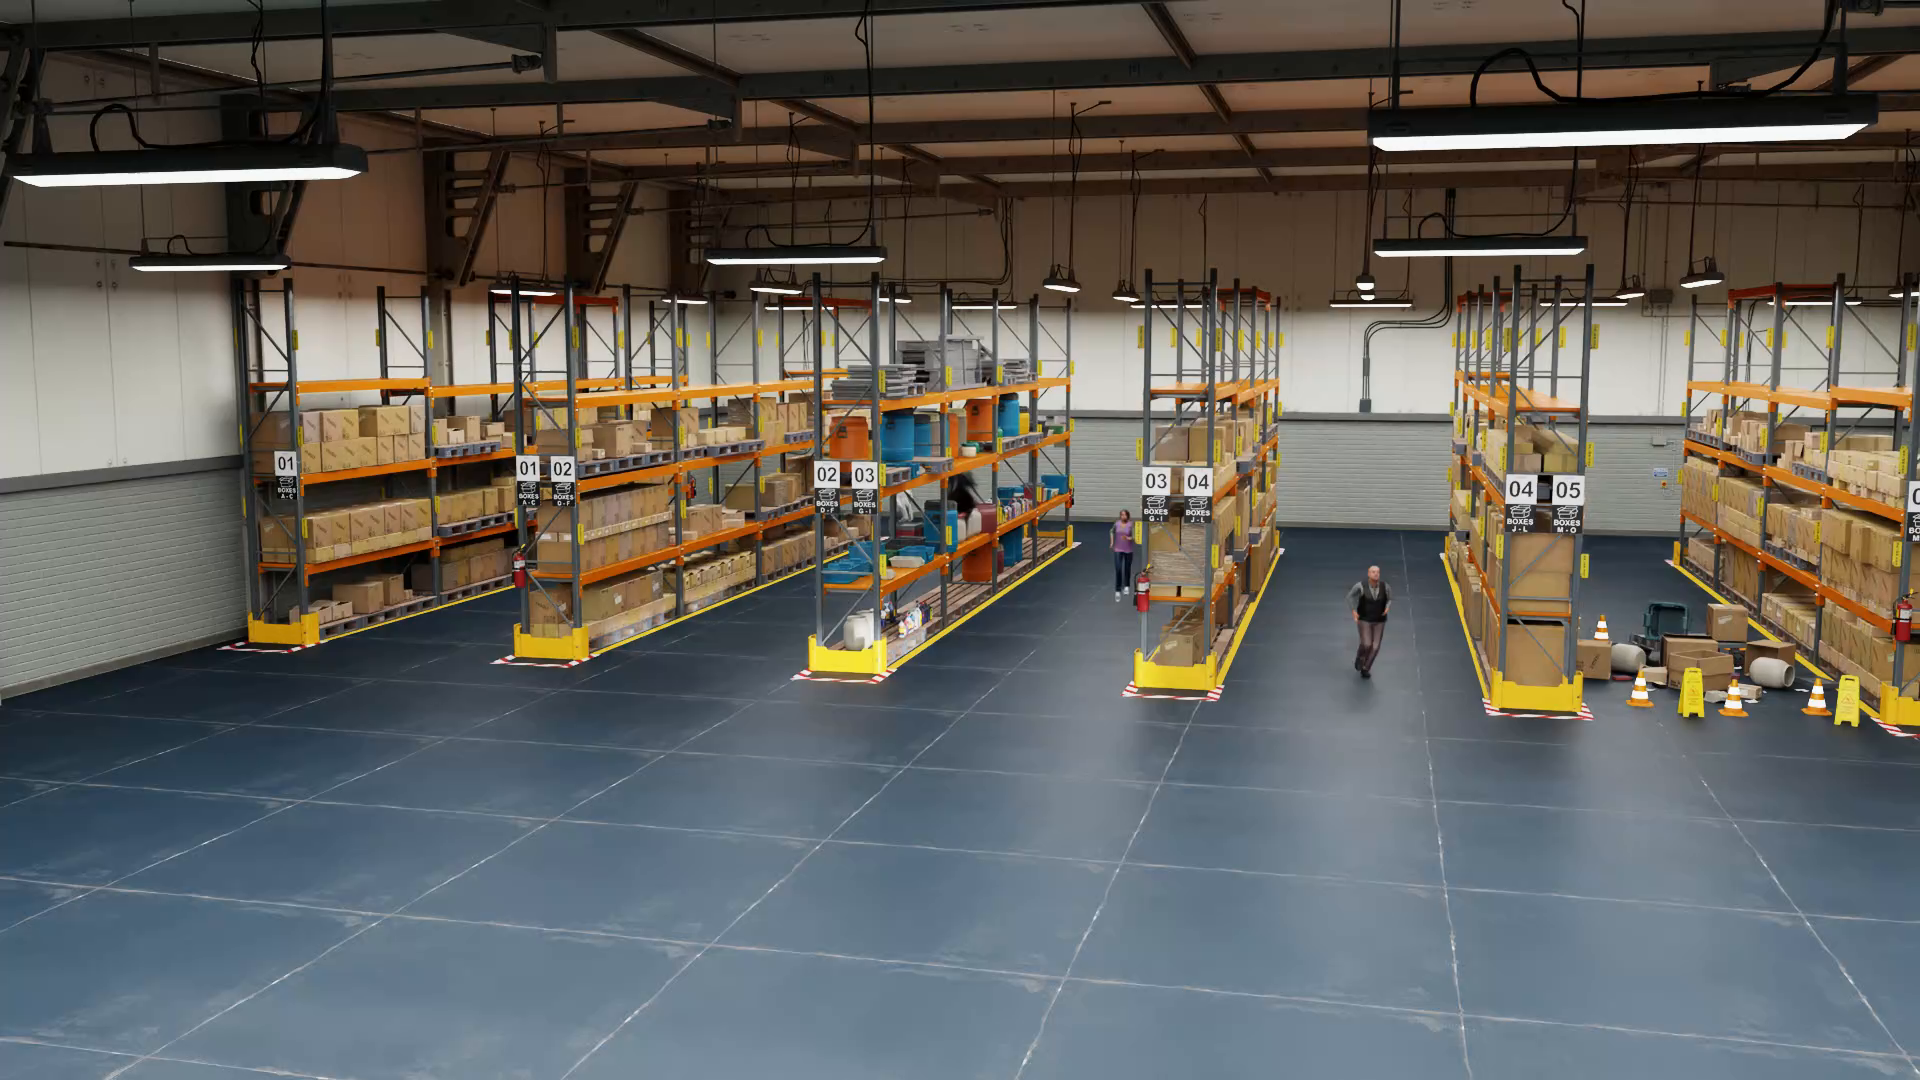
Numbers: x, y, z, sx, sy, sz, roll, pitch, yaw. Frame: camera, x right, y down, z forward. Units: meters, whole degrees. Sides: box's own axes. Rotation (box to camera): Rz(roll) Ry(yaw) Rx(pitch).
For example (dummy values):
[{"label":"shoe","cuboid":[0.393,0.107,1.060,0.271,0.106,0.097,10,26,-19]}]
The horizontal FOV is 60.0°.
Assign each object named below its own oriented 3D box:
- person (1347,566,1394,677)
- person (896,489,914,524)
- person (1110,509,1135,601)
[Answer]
[{"label":"person","cuboid":[6.114,1.219,24.670,0.665,1.679,0.569,0,7,-3]},{"label":"person","cuboid":[-1.473,-0.919,42.775,0.586,1.624,0.522,-5,8,-35]},{"label":"person","cuboid":[2.998,0.258,30.556,0.511,1.673,0.700,1,7,9]}]
